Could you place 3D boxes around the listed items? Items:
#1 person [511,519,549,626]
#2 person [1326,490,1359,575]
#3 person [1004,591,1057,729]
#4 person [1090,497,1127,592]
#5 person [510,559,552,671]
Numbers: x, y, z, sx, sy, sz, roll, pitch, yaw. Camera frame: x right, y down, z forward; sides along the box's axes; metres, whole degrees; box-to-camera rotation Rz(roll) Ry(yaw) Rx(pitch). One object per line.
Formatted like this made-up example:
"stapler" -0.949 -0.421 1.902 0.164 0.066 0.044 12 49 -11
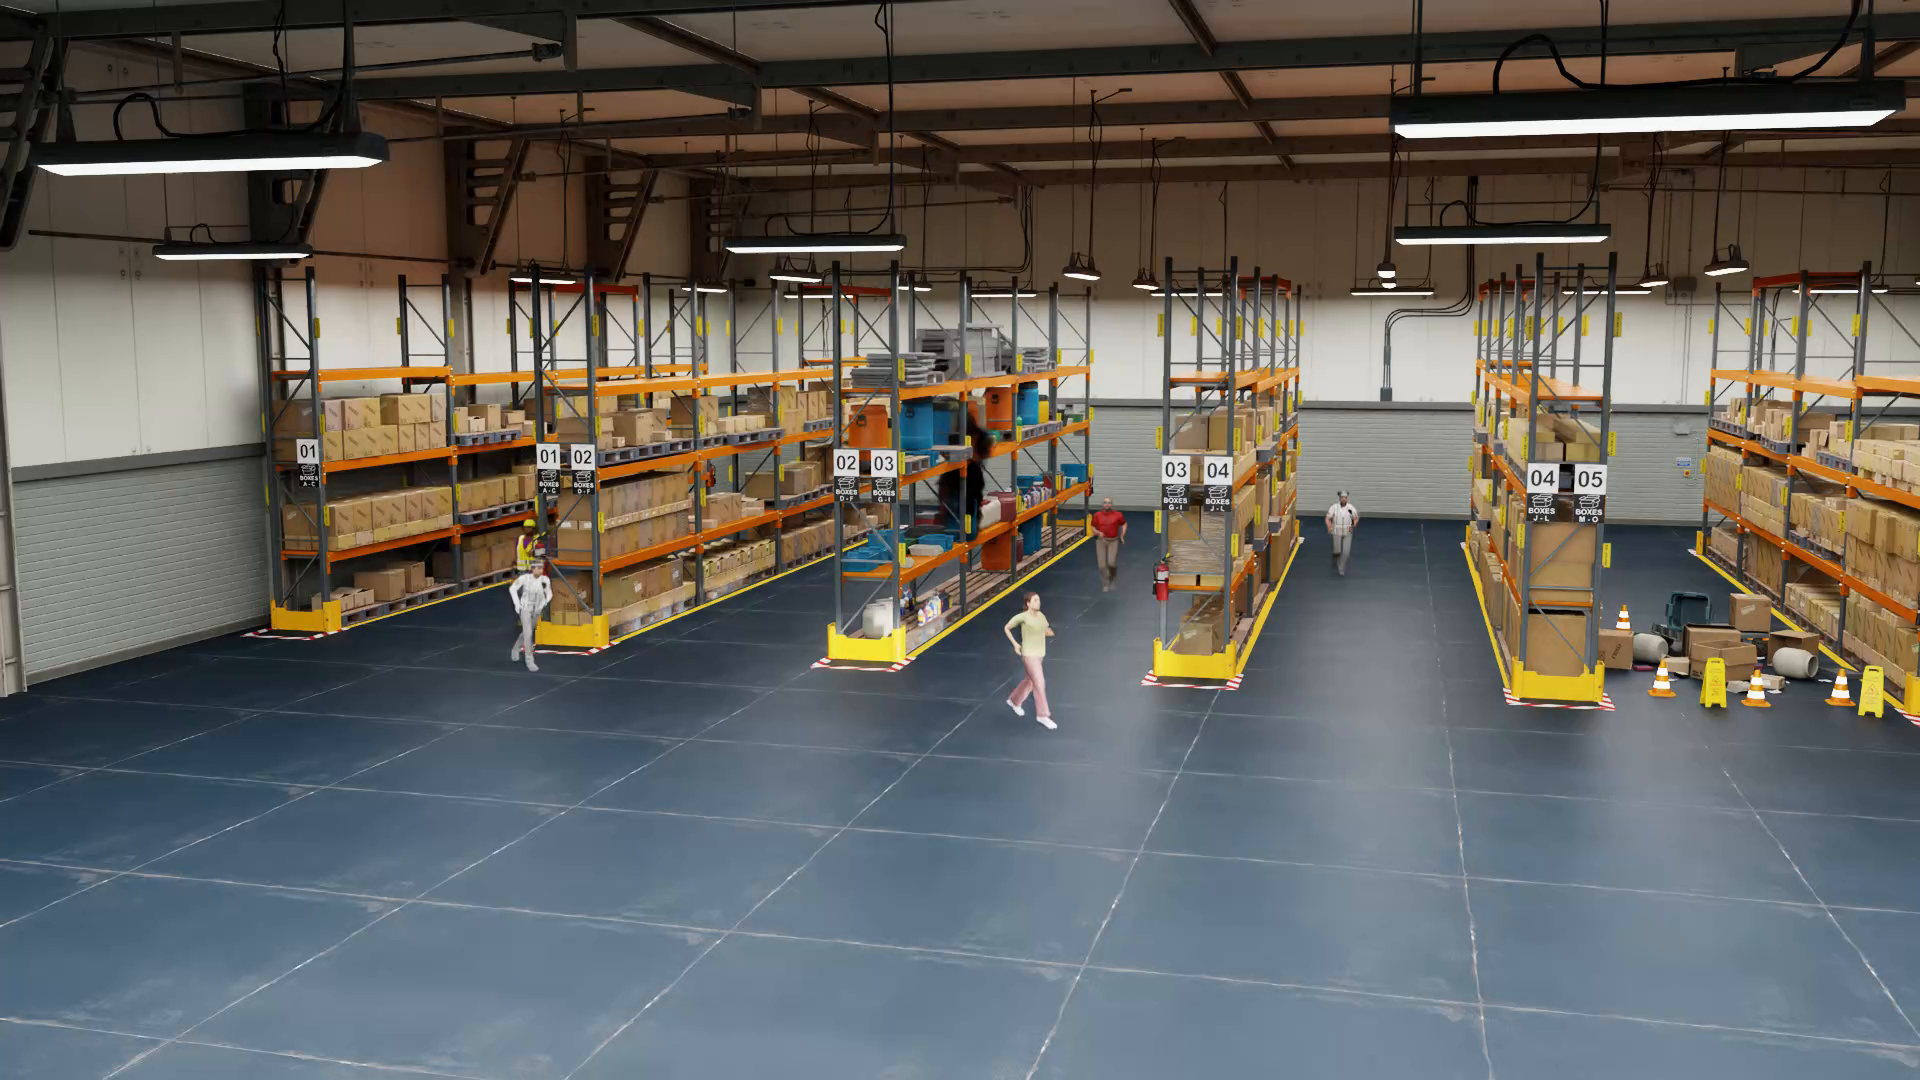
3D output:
"person" -7.306 0.520 28.254 0.700 1.754 0.963 1 7 6
"person" 7.794 -0.152 33.900 0.663 1.734 0.600 1 7 8
"person" 0.918 1.484 21.098 0.919 1.687 0.563 7 10 42
"person" 2.651 0.099 29.848 0.652 1.722 0.602 1 7 10
"person" -6.393 1.064 24.787 0.613 1.632 0.935 -5 9 -35
